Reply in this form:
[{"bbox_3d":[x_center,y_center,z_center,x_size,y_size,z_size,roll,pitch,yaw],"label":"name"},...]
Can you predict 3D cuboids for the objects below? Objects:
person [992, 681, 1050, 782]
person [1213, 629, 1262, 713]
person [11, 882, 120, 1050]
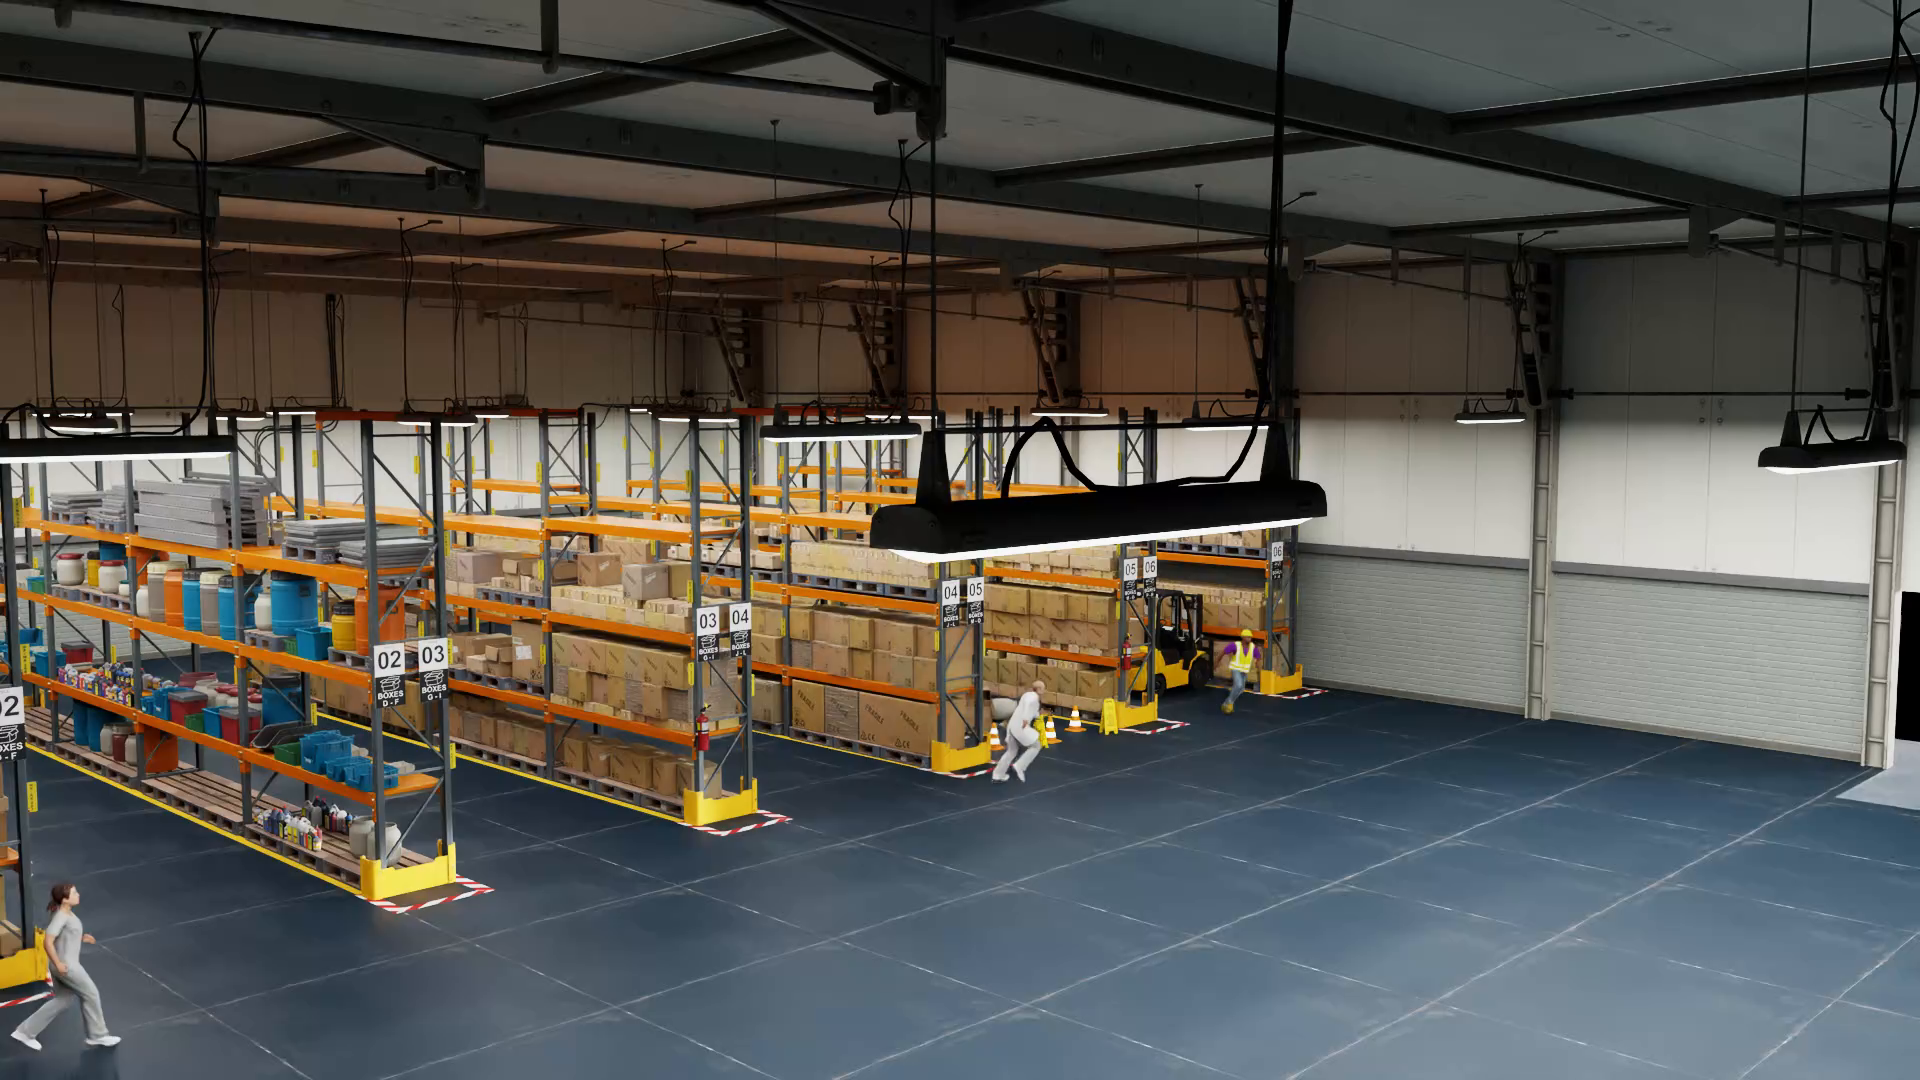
[{"bbox_3d":[1.018,3.131,27.015,1.028,1.660,0.751,-2,5,-17],"label":"person"},{"bbox_3d":[5.548,2.602,32.862,0.873,1.663,0.717,-2,6,-25],"label":"person"},{"bbox_3d":[-8.570,4.096,15.899,0.921,1.675,0.612,-3,6,-33],"label":"person"}]
